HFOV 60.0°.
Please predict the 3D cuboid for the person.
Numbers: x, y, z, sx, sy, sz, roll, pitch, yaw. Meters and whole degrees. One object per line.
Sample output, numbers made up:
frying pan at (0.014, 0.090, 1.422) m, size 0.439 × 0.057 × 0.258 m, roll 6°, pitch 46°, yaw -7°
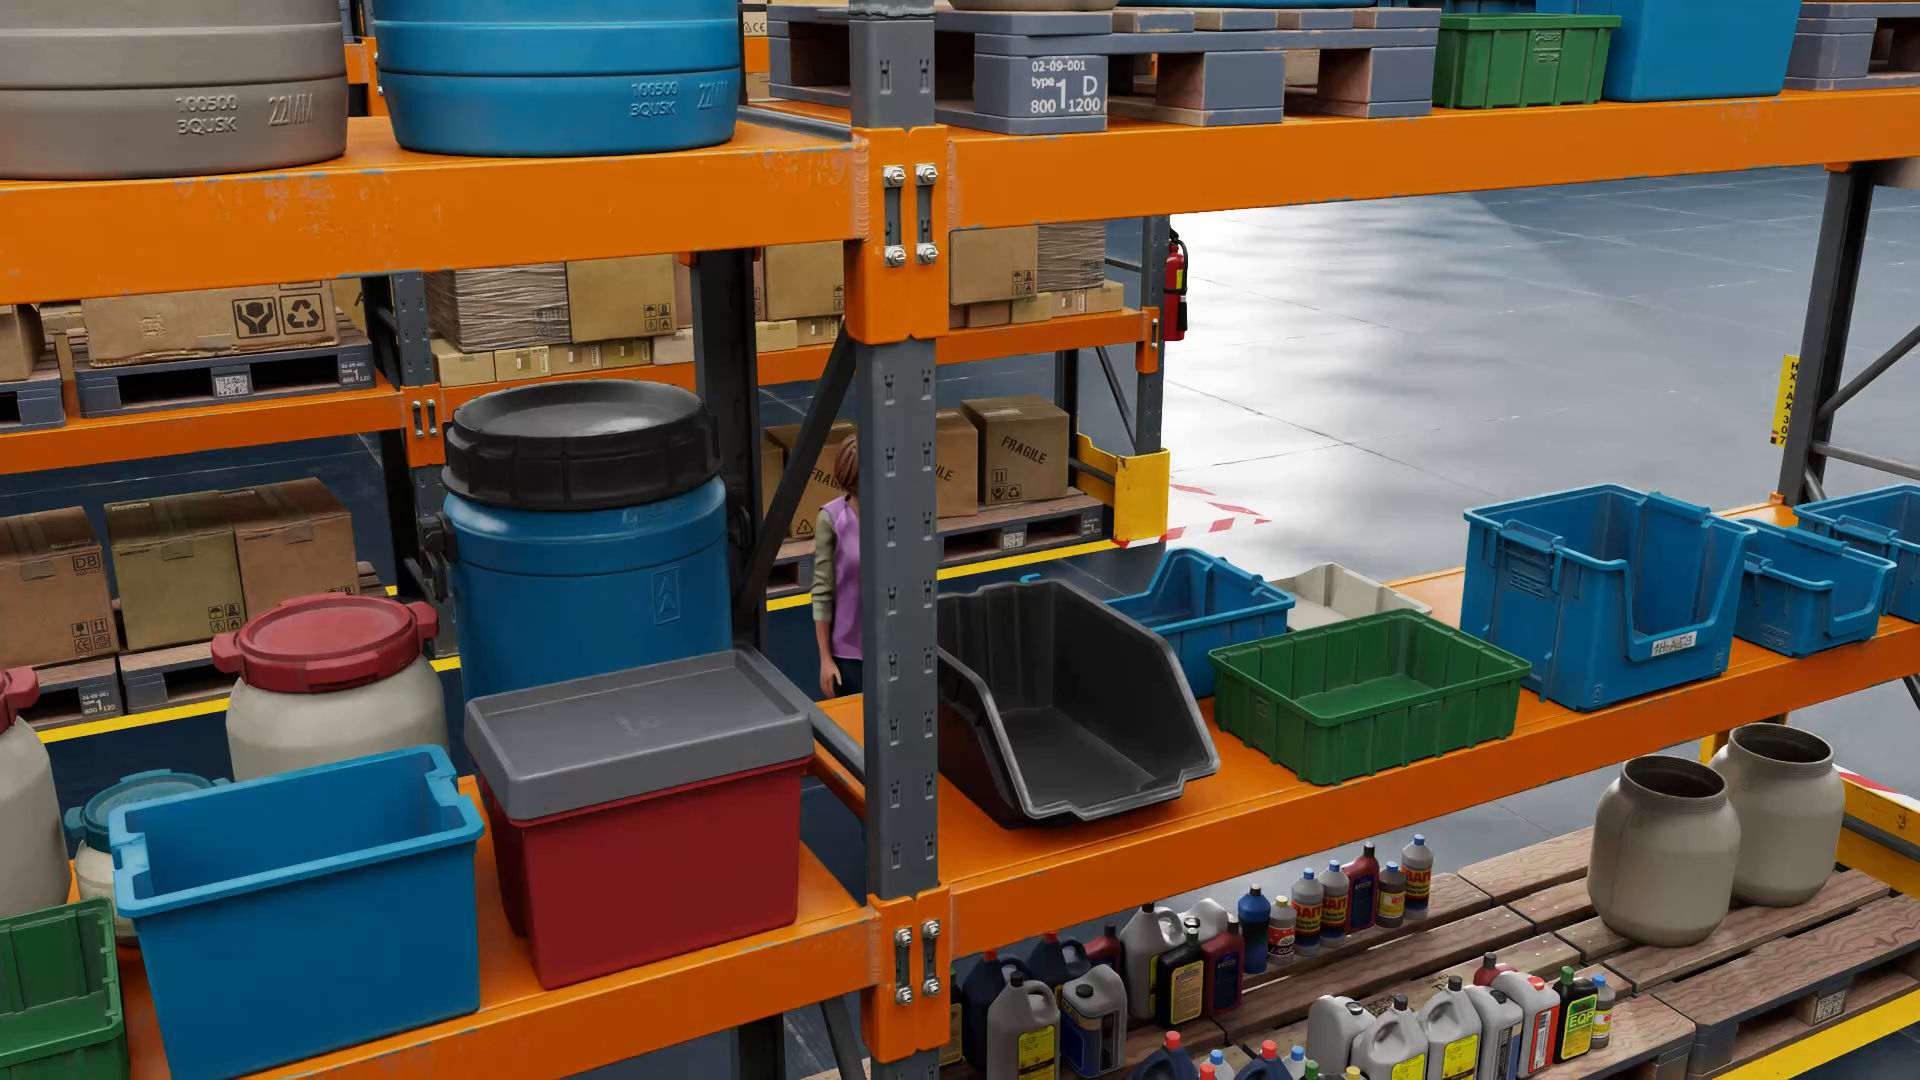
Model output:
person at (-0.286, 0.409, 5.859) m, size 0.447 × 1.586 × 0.595 m, roll -6°, pitch 20°, yaw -18°
